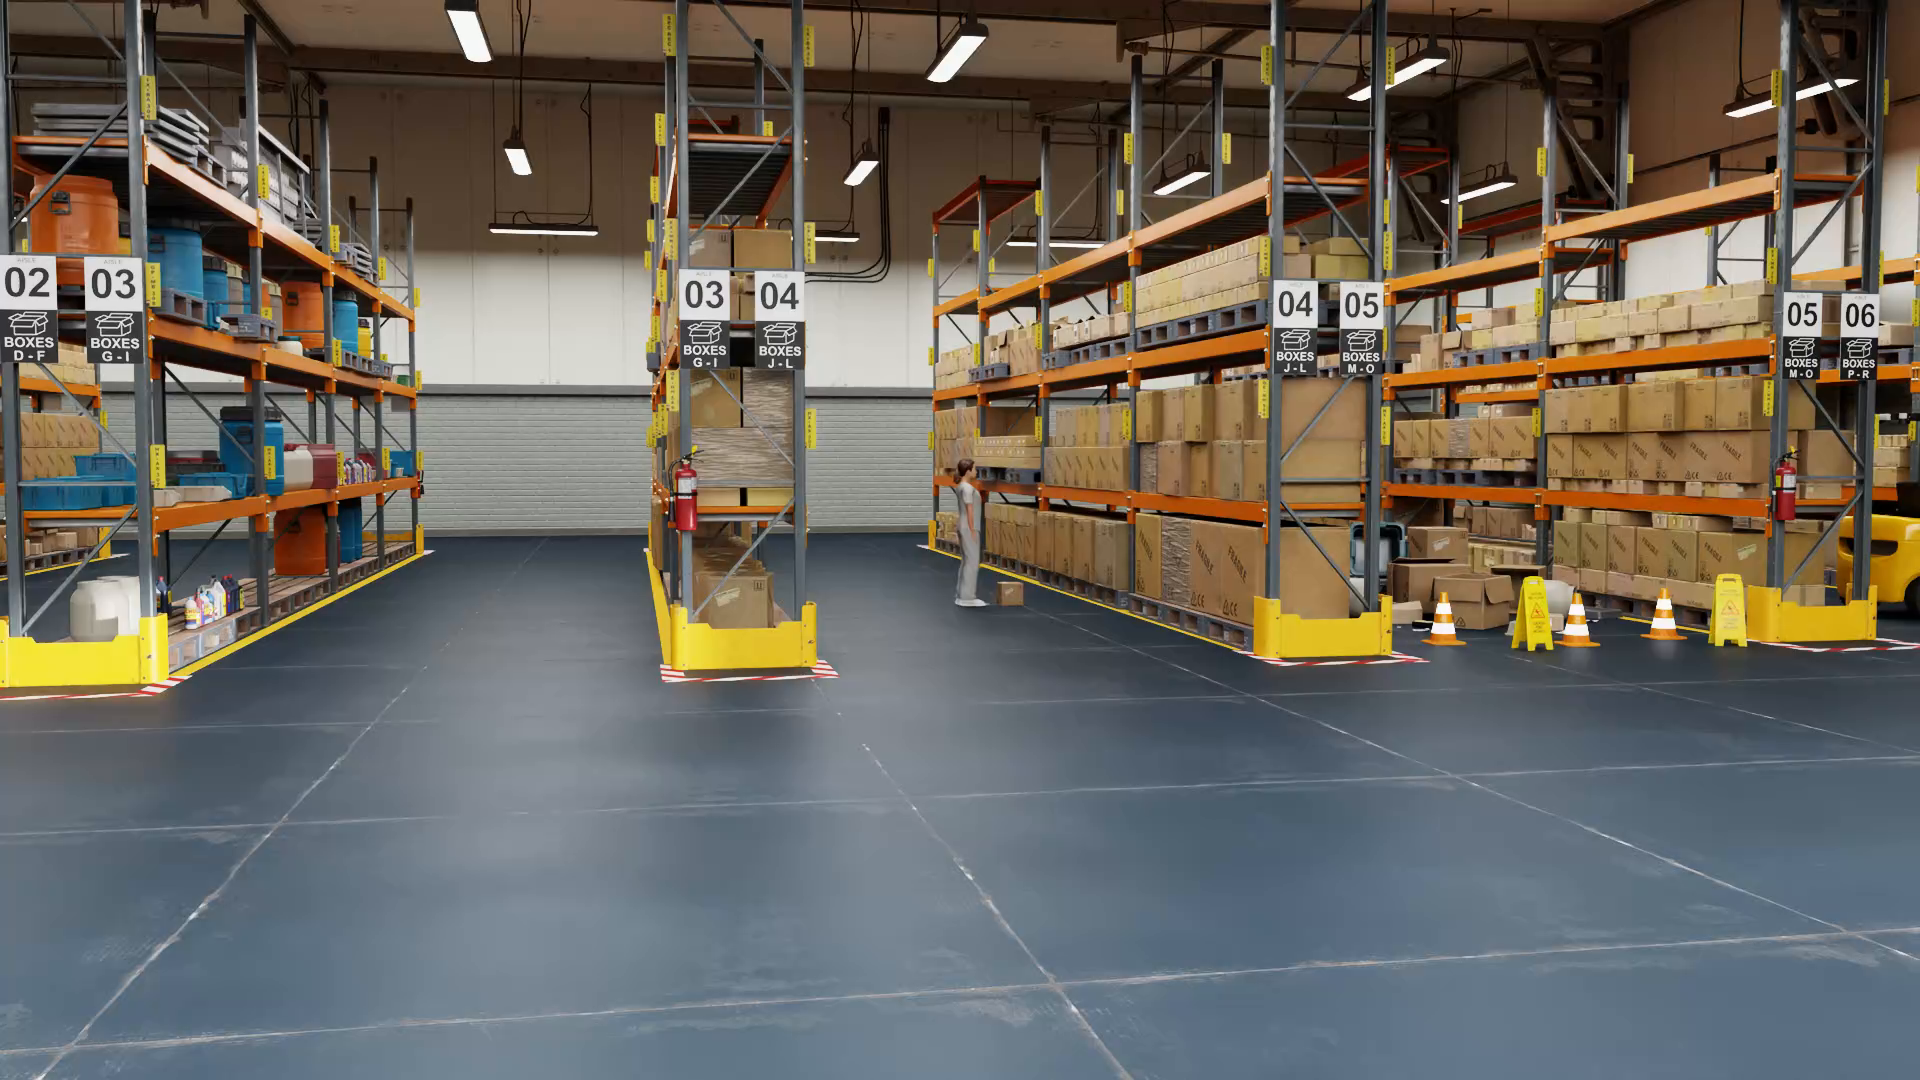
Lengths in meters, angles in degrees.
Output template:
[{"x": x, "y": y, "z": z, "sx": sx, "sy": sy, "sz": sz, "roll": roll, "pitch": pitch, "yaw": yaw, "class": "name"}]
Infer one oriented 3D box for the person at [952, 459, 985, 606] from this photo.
[{"x": 0.086, "y": -0.088, "z": 18.860, "sx": 0.361, "sy": 1.667, "sz": 0.437, "roll": -1, "pitch": 3, "yaw": -10, "class": "person"}]
